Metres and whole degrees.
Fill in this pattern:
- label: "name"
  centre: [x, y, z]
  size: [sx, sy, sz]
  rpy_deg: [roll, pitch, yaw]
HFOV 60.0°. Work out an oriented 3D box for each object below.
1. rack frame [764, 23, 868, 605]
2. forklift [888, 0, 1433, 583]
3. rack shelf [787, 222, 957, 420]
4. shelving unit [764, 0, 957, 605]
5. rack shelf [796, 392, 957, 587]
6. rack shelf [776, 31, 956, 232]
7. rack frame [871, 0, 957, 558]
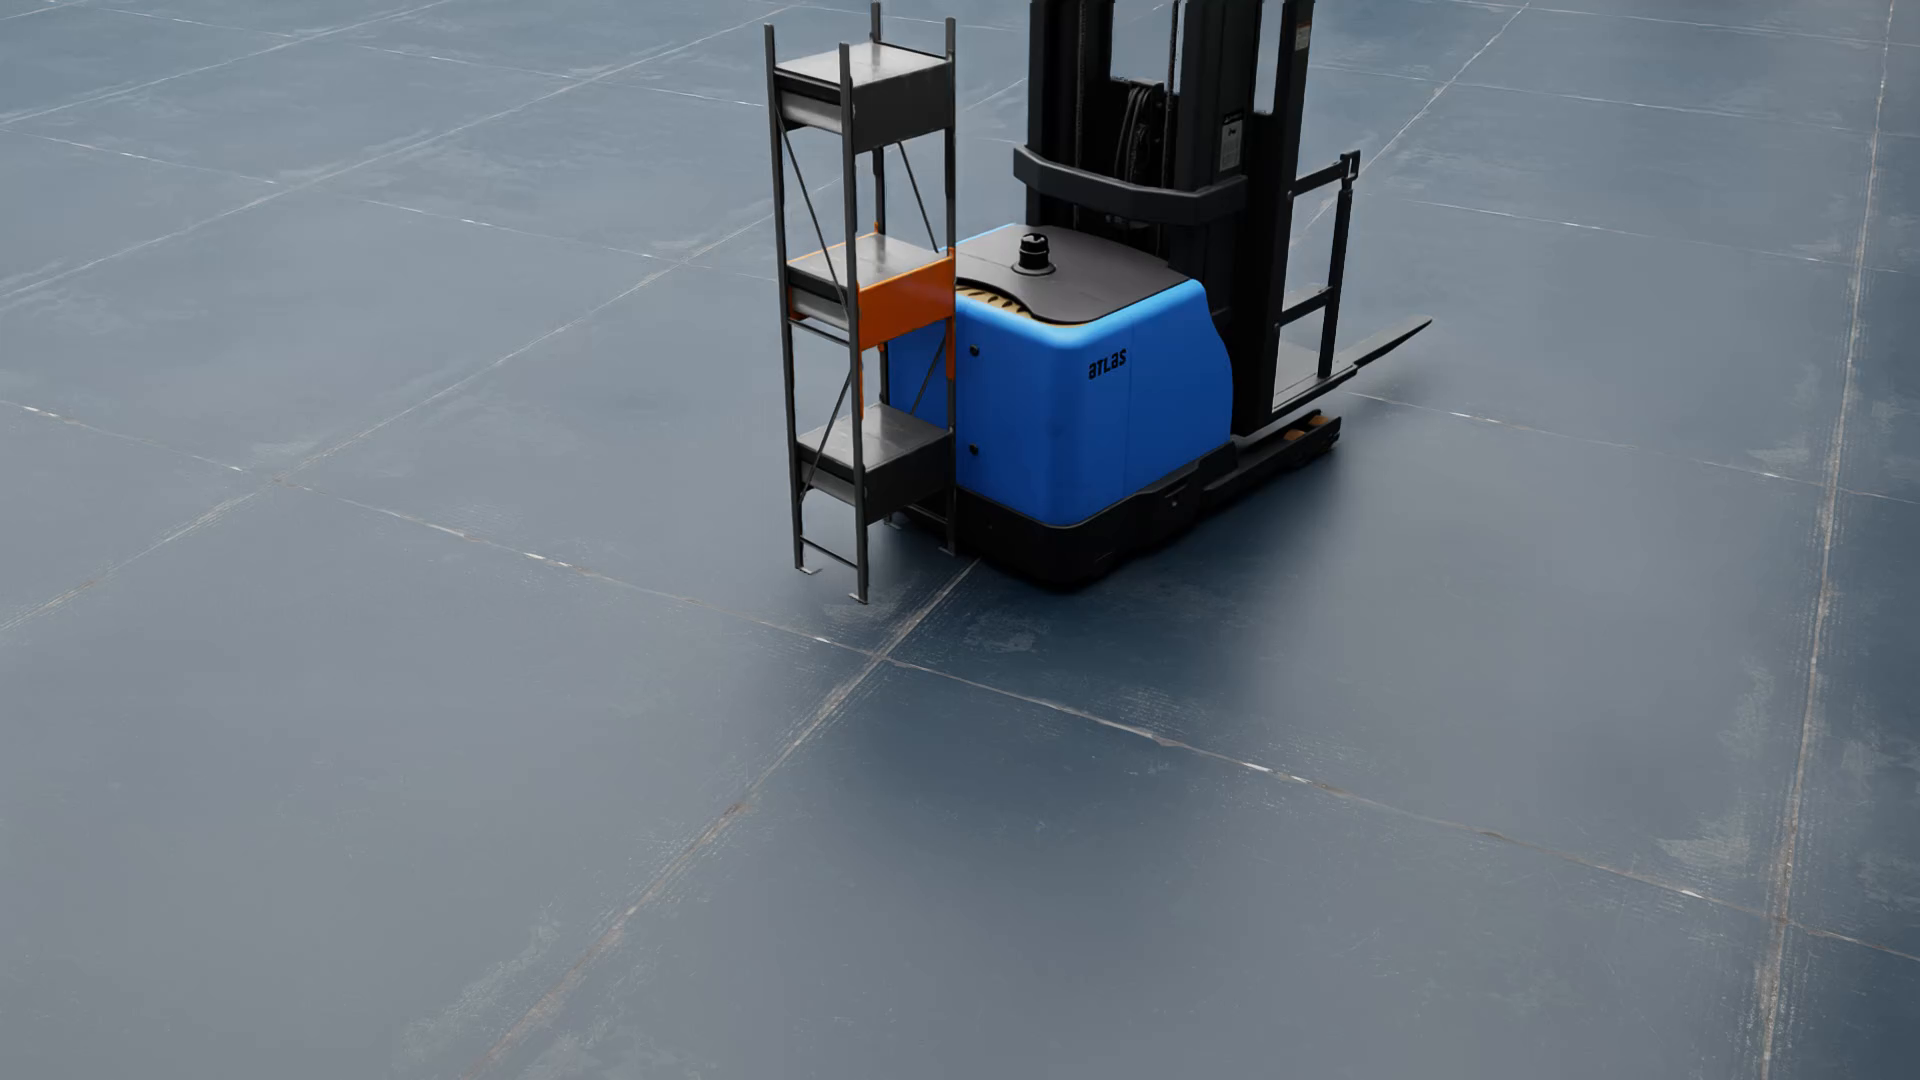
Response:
- label: "rack frame"
  centre: [-0.501, -0.733, 5.918]
  size: [0.400, 2.100, 0.015]
  rpy_deg: [25, 38, 37]
- label: "forklift"
  centre: [1.052, -1.749, 6.852]
  size: [1.130, 2.935, 3.031]
  rpy_deg: [25, 38, 37]
- label: "rack shelf"
  centre: [-0.332, -0.809, 6.078]
  size: [0.431, 0.518, 0.480]
  rpy_deg: [25, 38, 37]
- label: "shelving unit"
  centre: [-0.332, -0.821, 6.071]
  size: [0.431, 2.100, 0.503]
  rpy_deg: [25, 38, 37]
- label: "rack shelf"
  centre: [-0.332, -0.202, 6.427]
  size: [0.431, 0.518, 0.480]
  rpy_deg: [25, 38, 37]
- label: "rack shelf"
  centre: [-0.332, -1.416, 5.730]
  size: [0.431, 0.518, 0.480]
  rpy_deg: [25, 38, 37]
- label: "rack frame"
  centre: [-0.164, -0.909, 6.224]
  size: [0.400, 2.100, 0.015]
  rpy_deg: [25, 38, 37]
